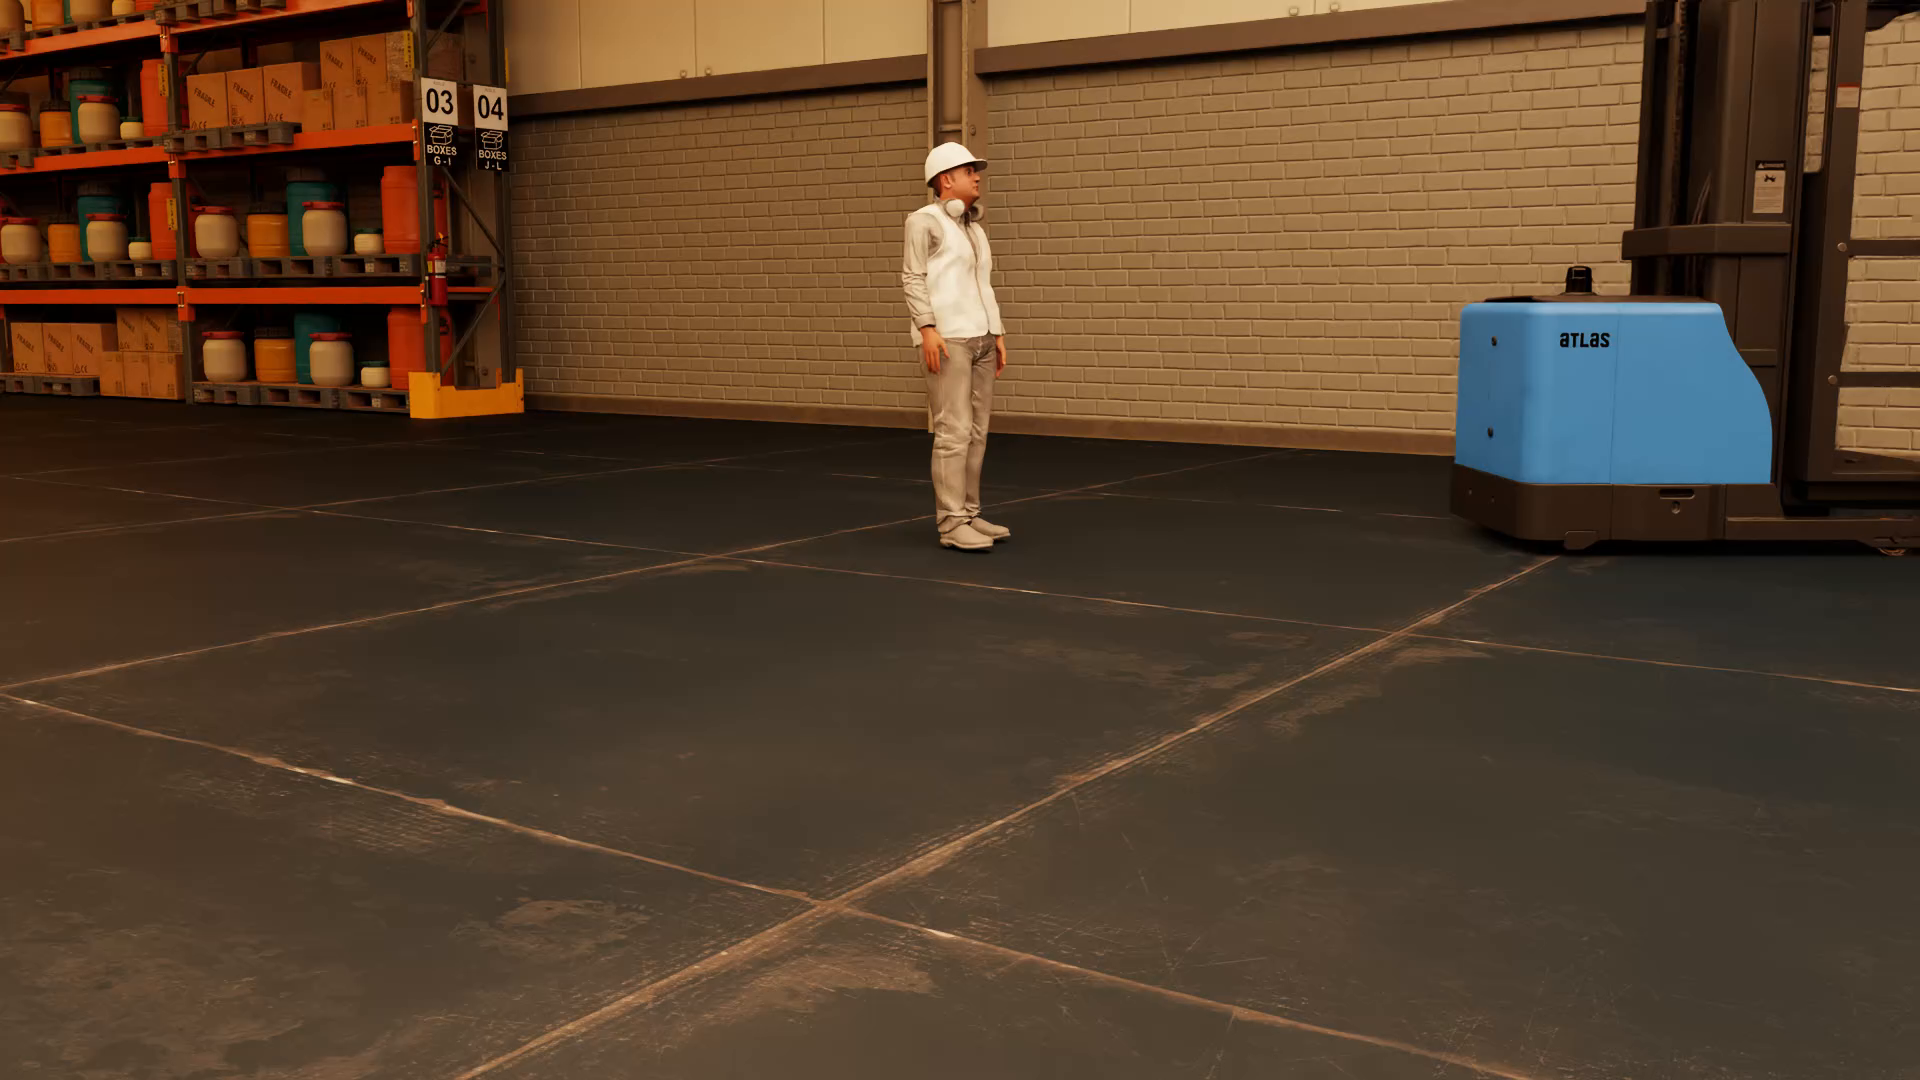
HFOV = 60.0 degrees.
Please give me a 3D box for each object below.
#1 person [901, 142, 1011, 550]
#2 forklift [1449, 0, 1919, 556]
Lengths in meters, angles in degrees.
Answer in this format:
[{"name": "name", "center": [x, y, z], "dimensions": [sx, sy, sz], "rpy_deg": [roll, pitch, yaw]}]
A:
[{"name": "person", "center": [0.048, -0.879, 7.437], "dimensions": [0.566, 1.775, 0.633], "rpy_deg": [5, 10, 34]}, {"name": "forklift", "center": [3.888, -1.457, 7.440], "dimensions": [3.031, 2.935, 1.130], "rpy_deg": [0, 8, -2]}]
